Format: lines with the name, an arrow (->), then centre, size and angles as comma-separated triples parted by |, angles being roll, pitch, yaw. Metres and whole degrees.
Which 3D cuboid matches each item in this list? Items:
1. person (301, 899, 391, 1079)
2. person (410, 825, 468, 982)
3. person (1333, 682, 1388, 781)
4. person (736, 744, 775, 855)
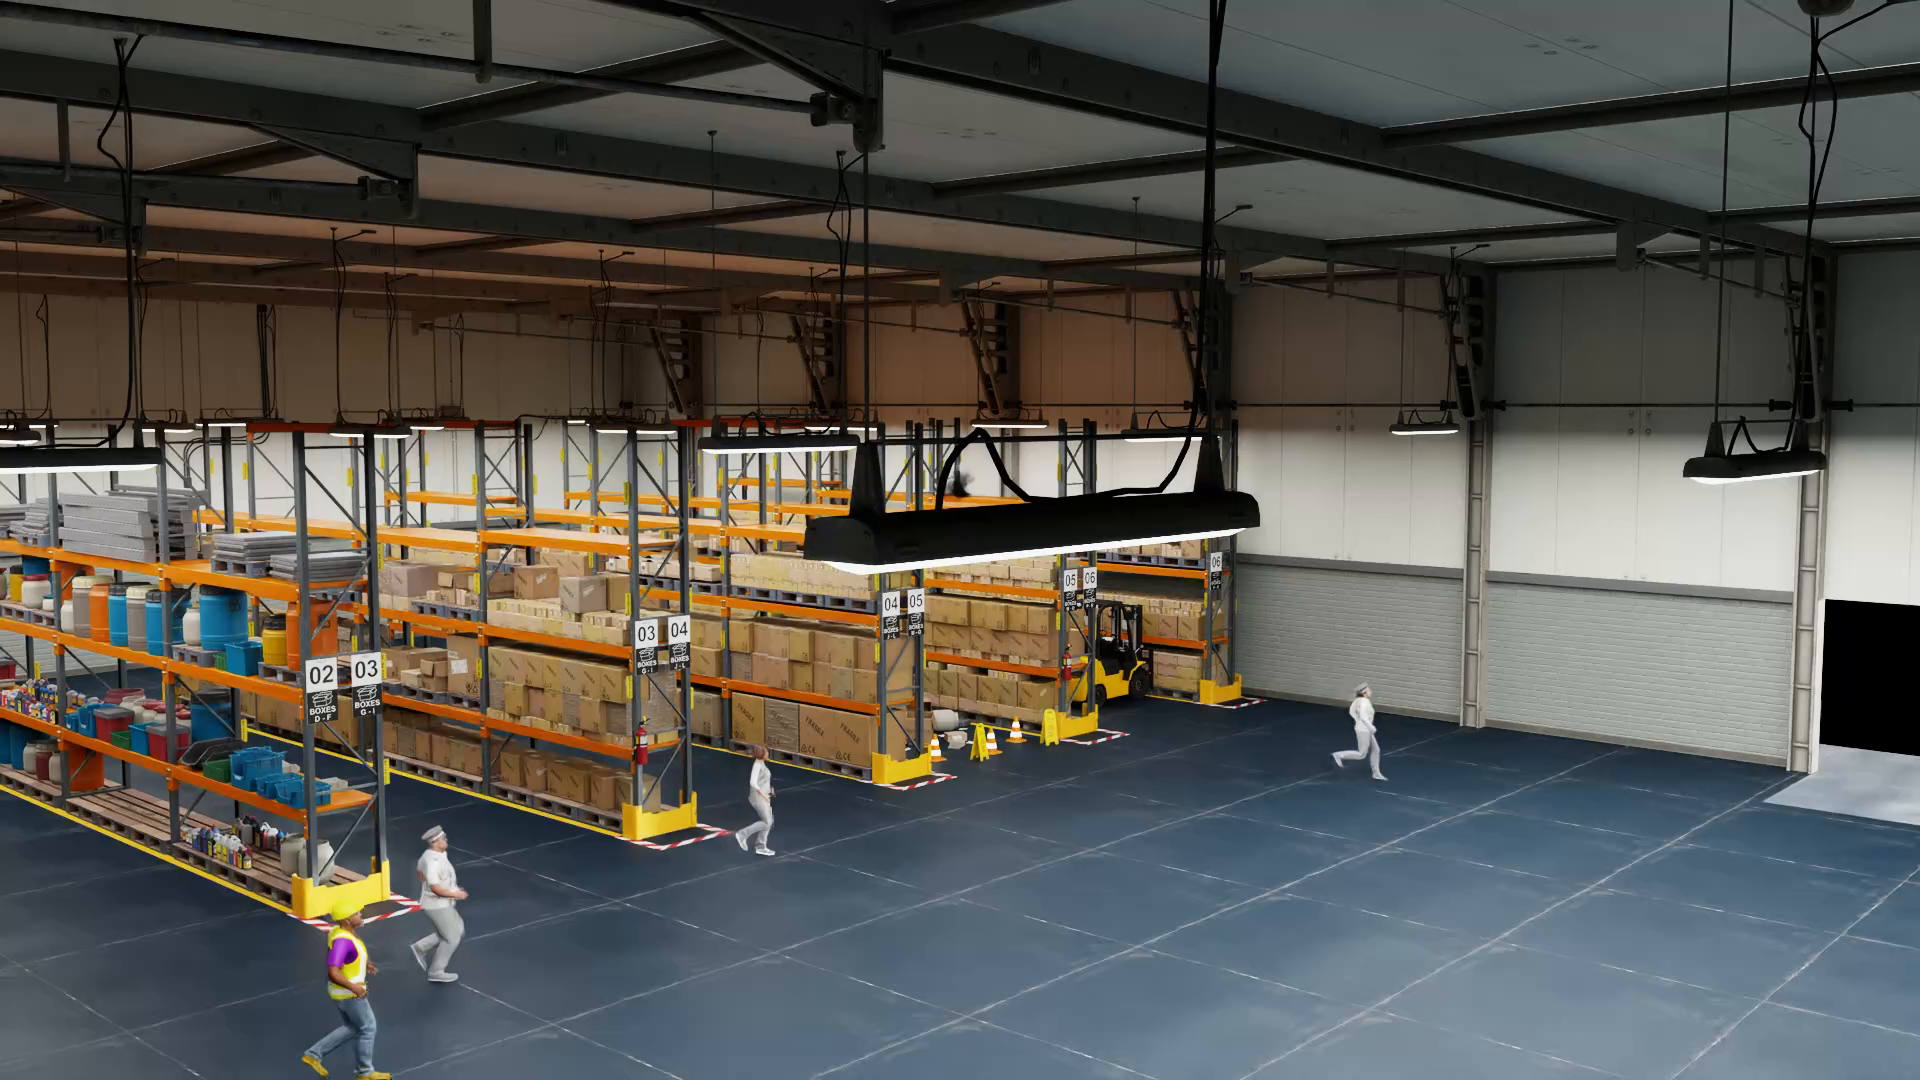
person -> -5.704, 4.198, 15.404 | 0.777, 1.754, 0.707 | -2, 5, -26
person -> -5.712, 3.981, 18.231 | 0.599, 1.743, 0.664 | -2, 5, -24
person -> 6.767, 3.234, 28.042 | 0.942, 1.685, 0.602 | 1, 5, 8
person -> -2.877, 3.649, 23.364 | 0.542, 1.577, 0.561 | 0, 5, -3
